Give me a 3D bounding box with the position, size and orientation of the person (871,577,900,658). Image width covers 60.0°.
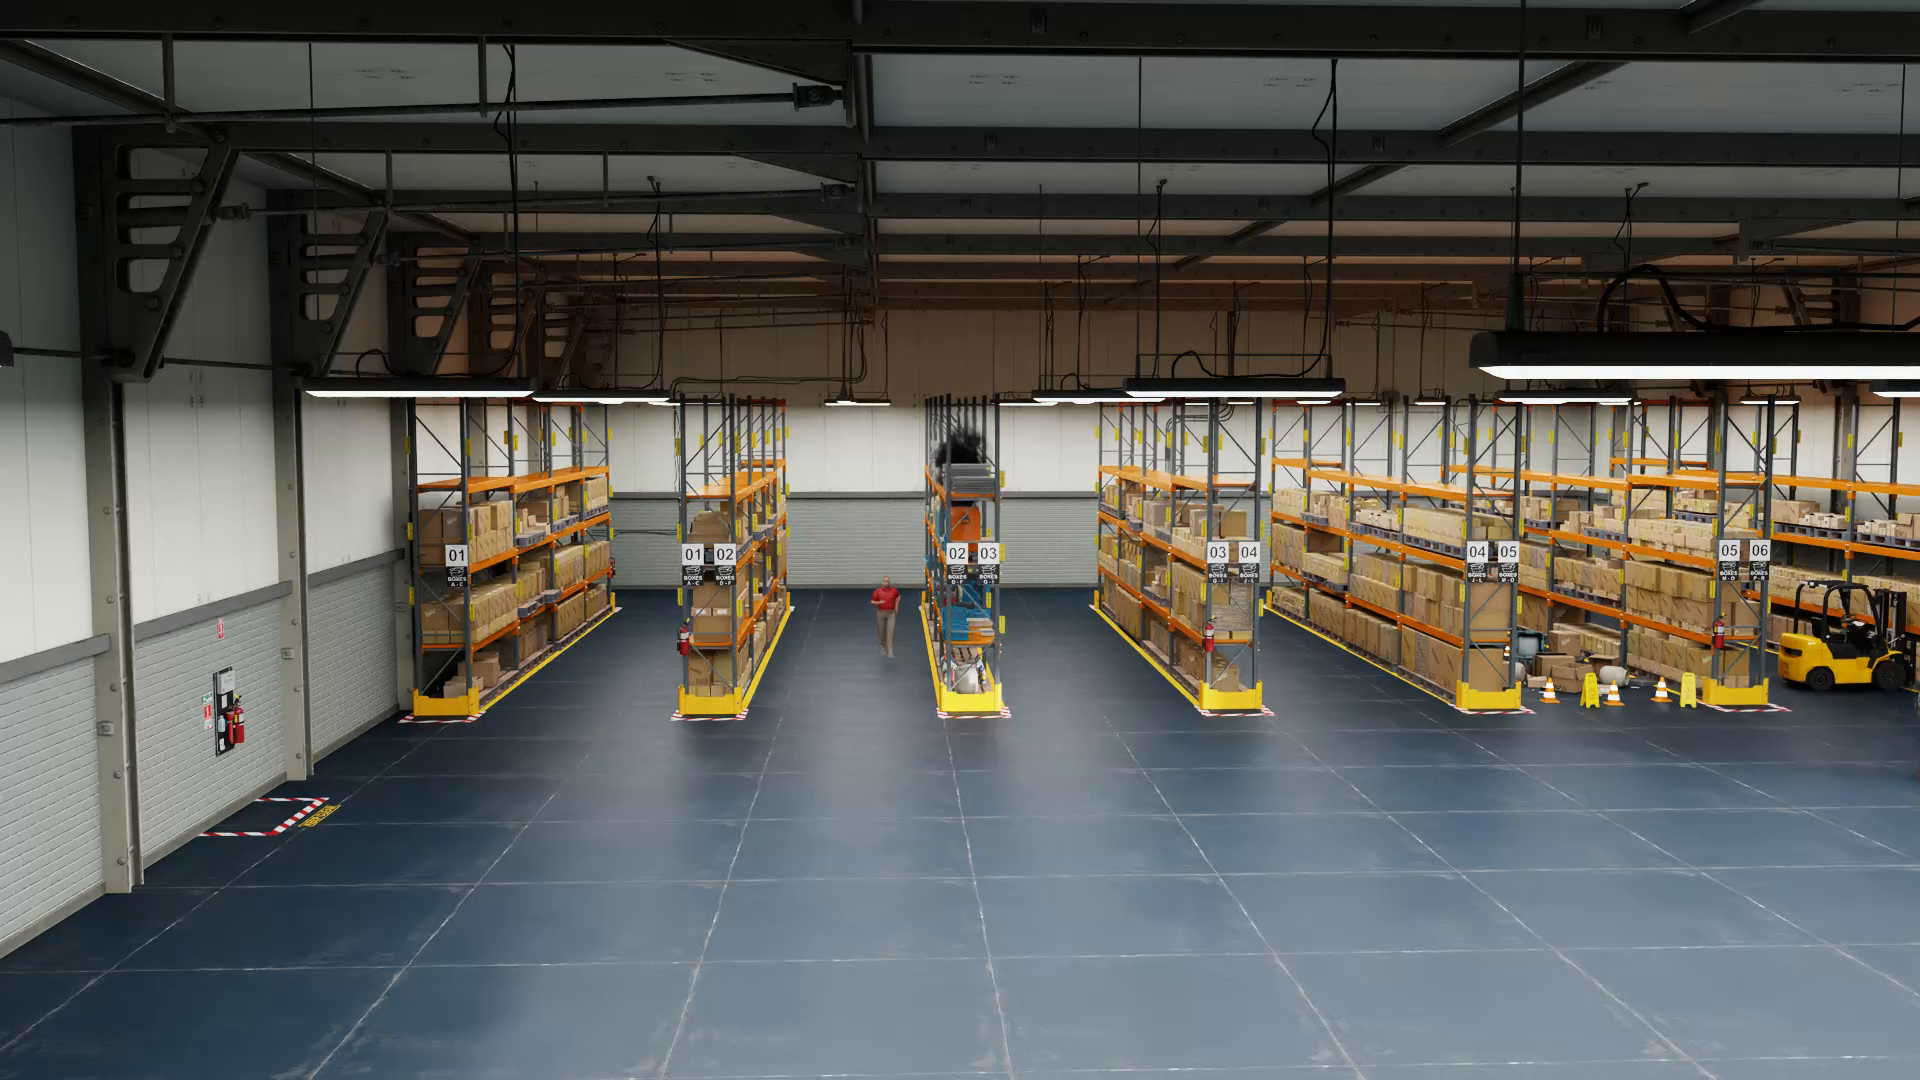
[{"bbox_3d":[-1.617,1.696,36.362,0.658,1.790,0.893,0,5,-6],"label":"person"}]
